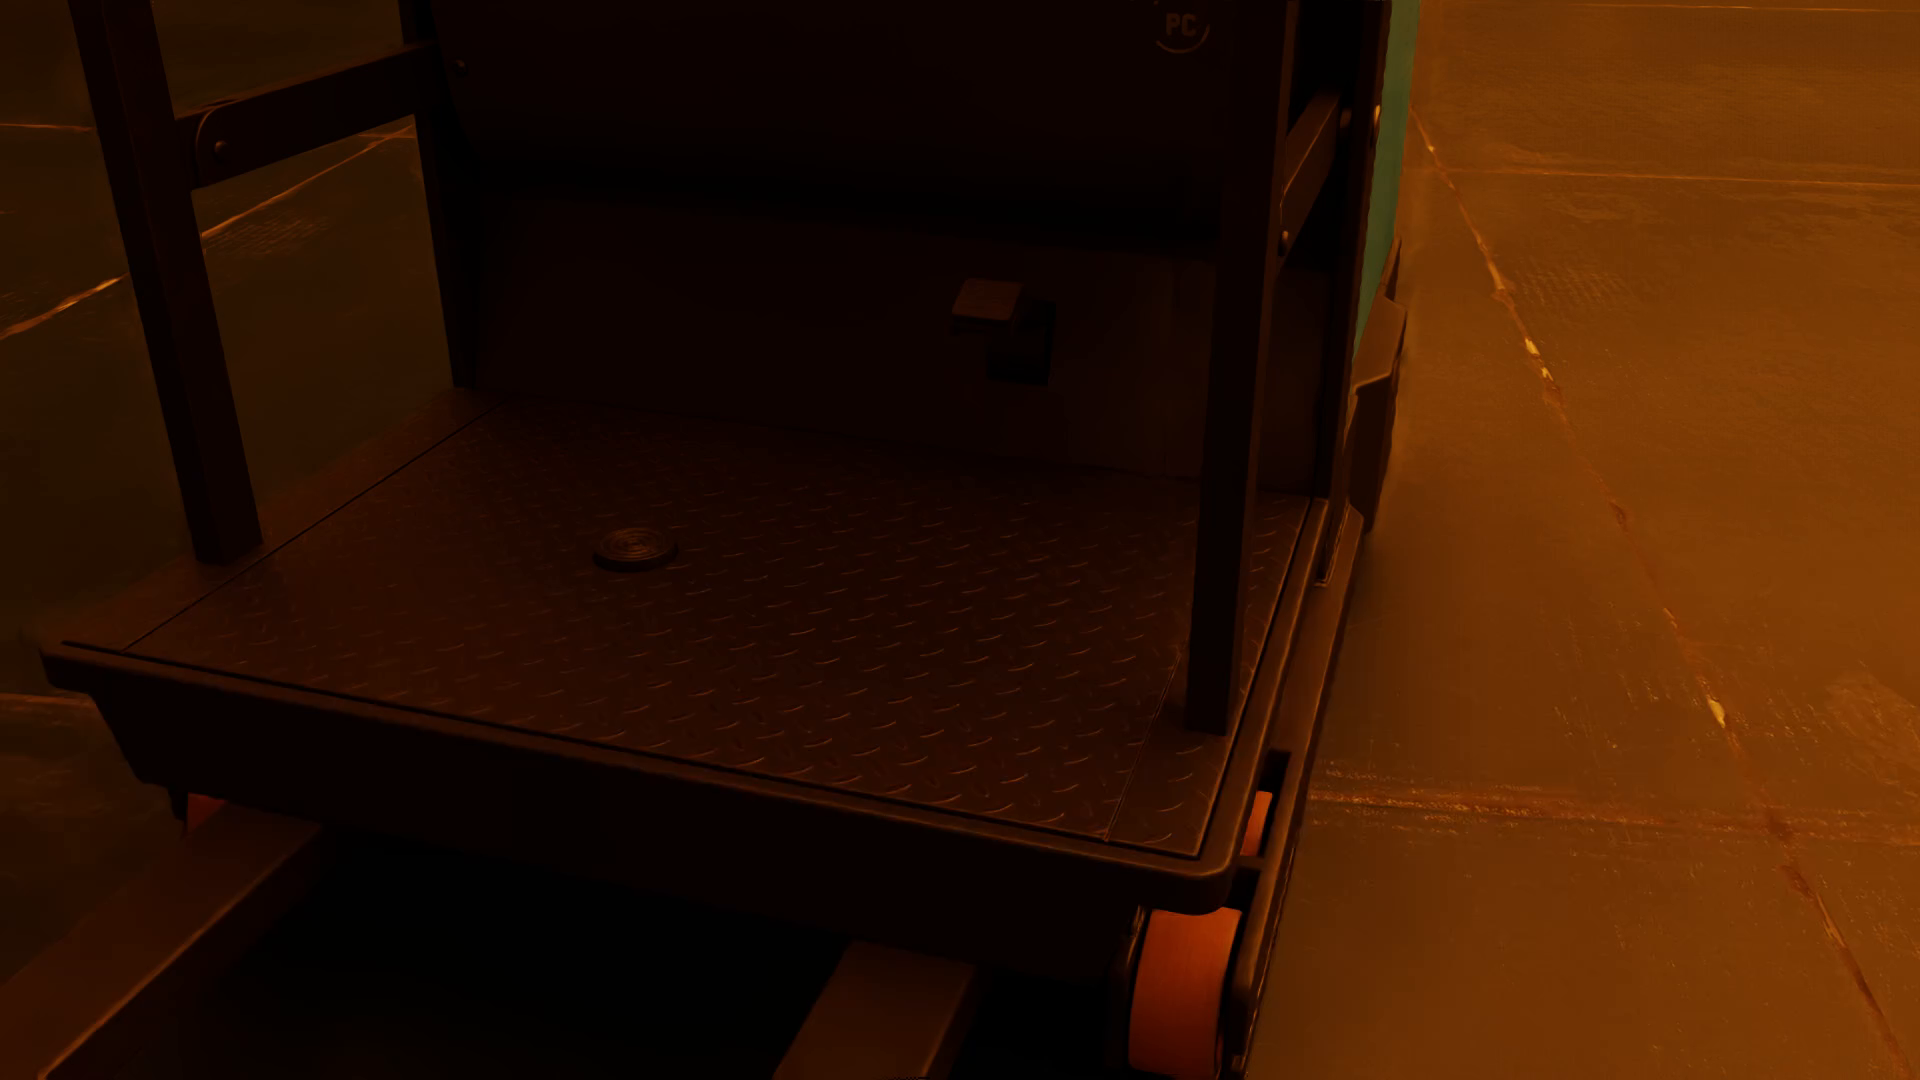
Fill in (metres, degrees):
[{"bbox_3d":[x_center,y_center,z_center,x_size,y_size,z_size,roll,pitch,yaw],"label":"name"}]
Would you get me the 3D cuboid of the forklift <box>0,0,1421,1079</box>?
[{"bbox_3d":[-0.180,-1.021,1.263,1.130,2.935,3.031,8,28,16],"label":"forklift"}]
